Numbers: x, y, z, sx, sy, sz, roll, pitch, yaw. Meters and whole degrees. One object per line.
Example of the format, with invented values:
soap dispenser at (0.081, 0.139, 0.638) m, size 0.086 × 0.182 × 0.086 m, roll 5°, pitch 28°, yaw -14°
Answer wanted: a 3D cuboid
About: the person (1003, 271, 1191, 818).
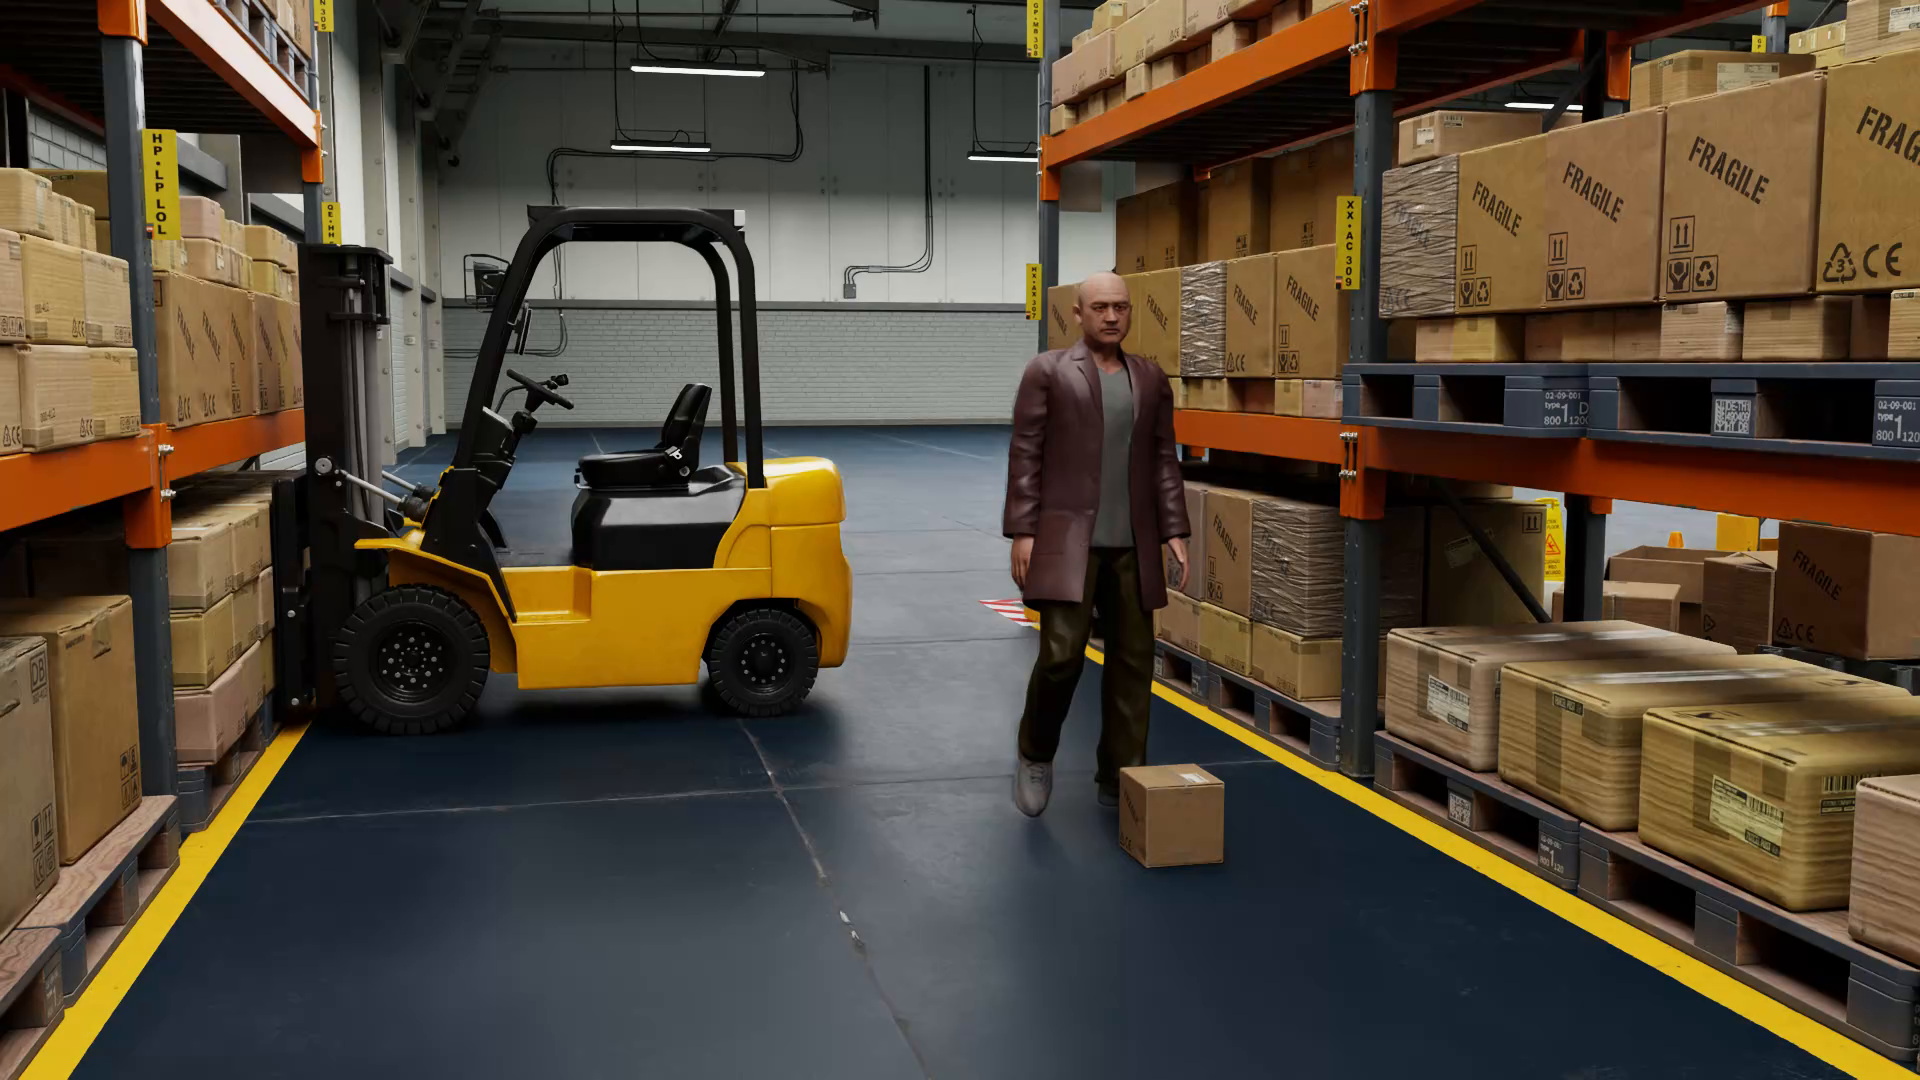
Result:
person at (0.457, 0.020, 5.486) m, size 0.640 × 1.798 × 0.571 m, roll -2°, pitch 6°, yaw -22°
